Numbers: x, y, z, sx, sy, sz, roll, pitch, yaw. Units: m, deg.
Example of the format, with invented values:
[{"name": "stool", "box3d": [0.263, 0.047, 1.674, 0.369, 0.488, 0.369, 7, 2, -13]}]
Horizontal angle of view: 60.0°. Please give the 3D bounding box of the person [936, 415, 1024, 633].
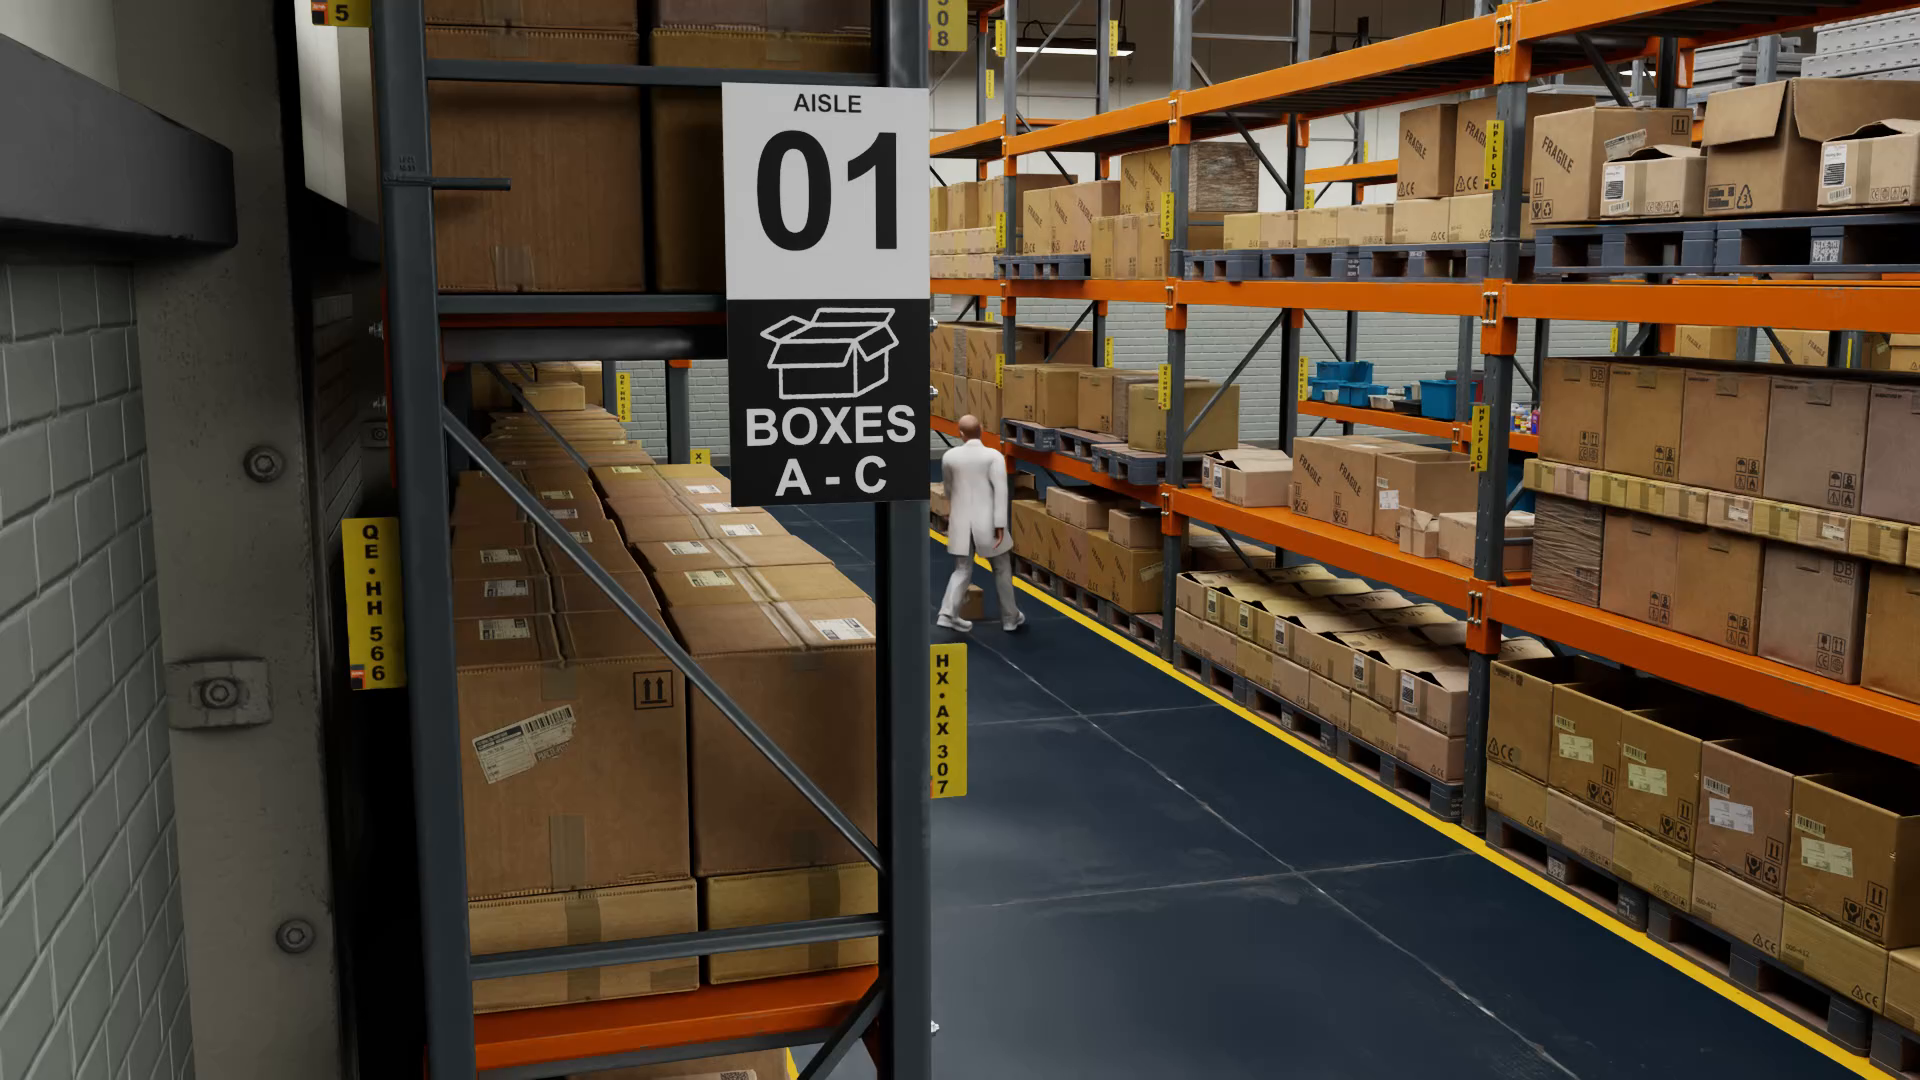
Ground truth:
[{"name": "person", "box3d": [0.143, -0.127, 13.221, 0.588, 1.739, 0.878, 3, 9, 16]}]
